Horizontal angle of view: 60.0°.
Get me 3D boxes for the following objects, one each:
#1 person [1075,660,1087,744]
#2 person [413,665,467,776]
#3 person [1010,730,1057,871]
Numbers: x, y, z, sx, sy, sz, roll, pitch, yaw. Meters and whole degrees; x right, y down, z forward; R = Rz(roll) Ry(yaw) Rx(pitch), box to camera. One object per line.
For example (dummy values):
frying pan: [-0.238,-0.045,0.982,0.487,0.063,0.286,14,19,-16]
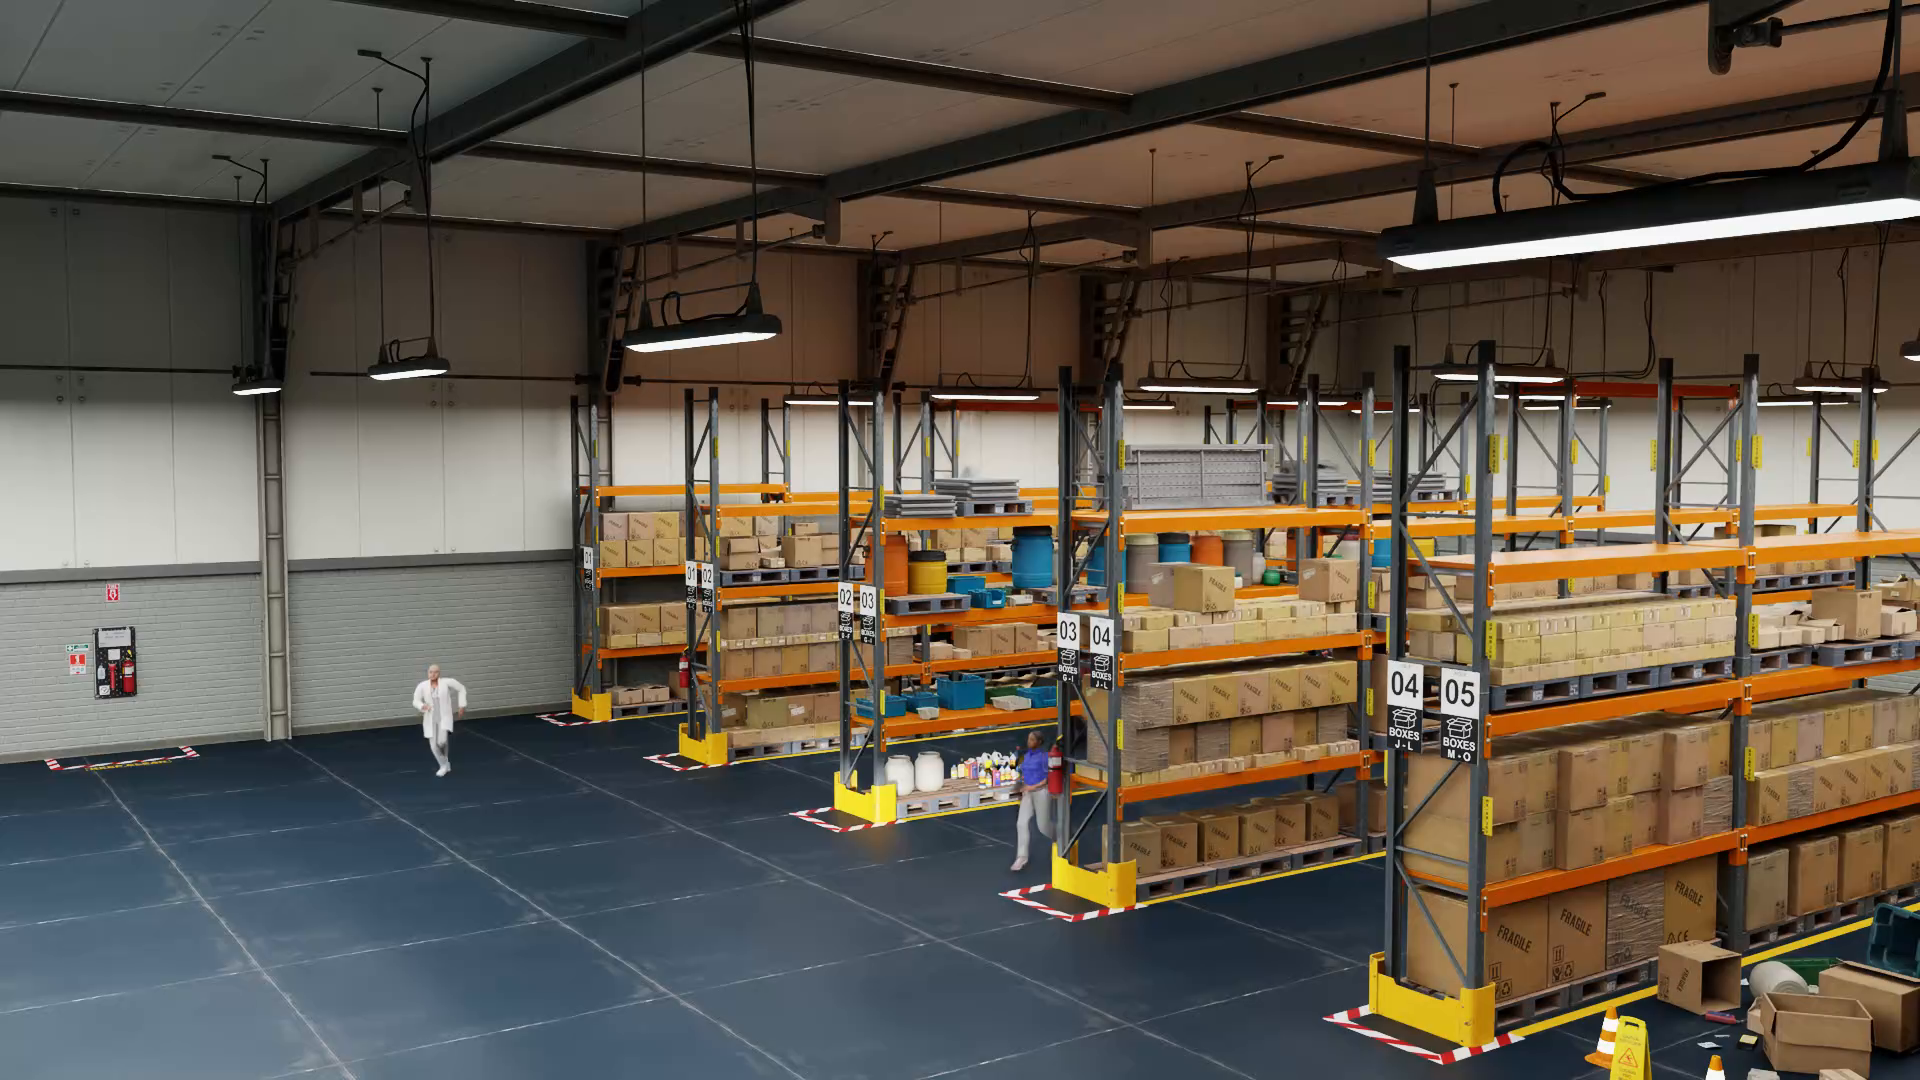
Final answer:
person: [1.911,2.633,27.732,0.854,1.751,0.669,-3,5,-41]
person: [-7.965,2.767,25.422,0.761,1.728,0.724,0,3,-8]
person: [0.963,3.136,20.153,0.855,1.699,0.577,-3,4,-38]
